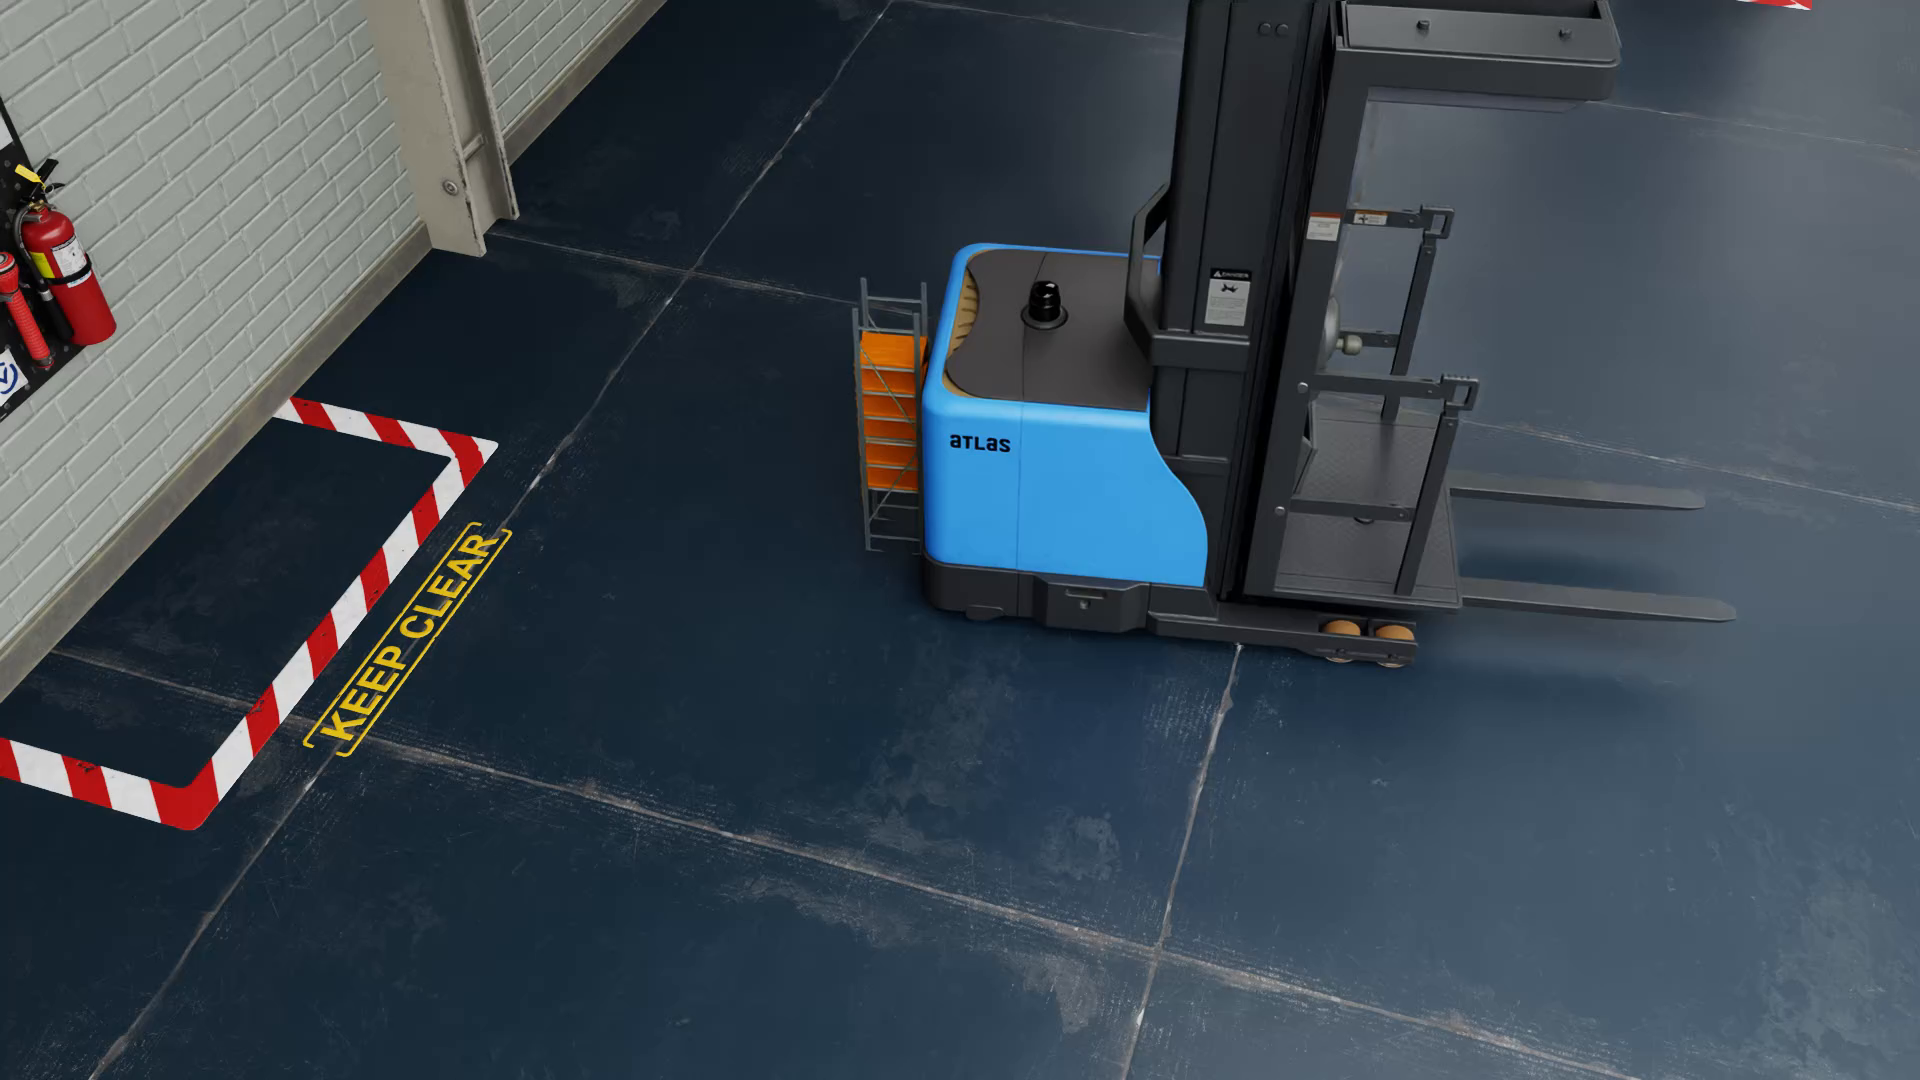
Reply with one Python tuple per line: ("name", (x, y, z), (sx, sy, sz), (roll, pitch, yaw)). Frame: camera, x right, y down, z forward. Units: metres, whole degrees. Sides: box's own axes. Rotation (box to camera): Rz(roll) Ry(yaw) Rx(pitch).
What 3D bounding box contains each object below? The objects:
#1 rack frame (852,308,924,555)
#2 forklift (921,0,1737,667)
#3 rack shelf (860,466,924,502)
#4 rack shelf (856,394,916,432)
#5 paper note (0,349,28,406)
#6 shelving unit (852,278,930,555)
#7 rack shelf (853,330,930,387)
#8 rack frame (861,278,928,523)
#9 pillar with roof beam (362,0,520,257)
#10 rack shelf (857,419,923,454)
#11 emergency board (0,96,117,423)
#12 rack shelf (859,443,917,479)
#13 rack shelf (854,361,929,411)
("rack frame", (-0.262, -0.379, 6.279), (0.240, 1.200, 0.006), (5, 45, 5))
("forklift", (1.410, -0.966, 5.641), (3.031, 2.935, 1.130), (5, 45, 5))
("rack shelf", (-0.249, -0.239, 6.542), (0.258, 0.103, 0.180), (5, 45, 5))
("rack shelf", (-0.250, -0.496, 6.291), (0.258, 0.103, 0.180), (5, 45, 5))
("paper note", (-3.342, -0.569, 5.817), (0.016, 0.148, 0.142), (13, 46, 13))
("shelving unit", (-0.250, -0.442, 6.343), (0.258, 1.200, 0.189), (5, 45, 5))
("rack shelf", (-0.250, -0.668, 6.123), (0.258, 0.103, 0.180), (5, 45, 5))
("rack frame", (-0.238, -0.506, 6.408), (0.240, 1.200, 0.006), (5, 45, 5))
("pillar with roof beam", (1.665, -3.859, 4.259), (9.100, 9.000, 0.400), (13, 46, 13))
("rack shelf", (-0.250, -0.410, 6.375), (0.258, 0.103, 0.180), (5, 45, 5))
("emergency board", (-3.223, -0.987, 5.614), (0.194, 1.169, 0.643), (13, 46, 13))
("rack shelf", (-0.250, -0.324, 6.458), (0.258, 0.103, 0.180), (5, 45, 5))
("rack shelf", (-0.250, -0.582, 6.207), (0.258, 0.103, 0.180), (5, 45, 5))
